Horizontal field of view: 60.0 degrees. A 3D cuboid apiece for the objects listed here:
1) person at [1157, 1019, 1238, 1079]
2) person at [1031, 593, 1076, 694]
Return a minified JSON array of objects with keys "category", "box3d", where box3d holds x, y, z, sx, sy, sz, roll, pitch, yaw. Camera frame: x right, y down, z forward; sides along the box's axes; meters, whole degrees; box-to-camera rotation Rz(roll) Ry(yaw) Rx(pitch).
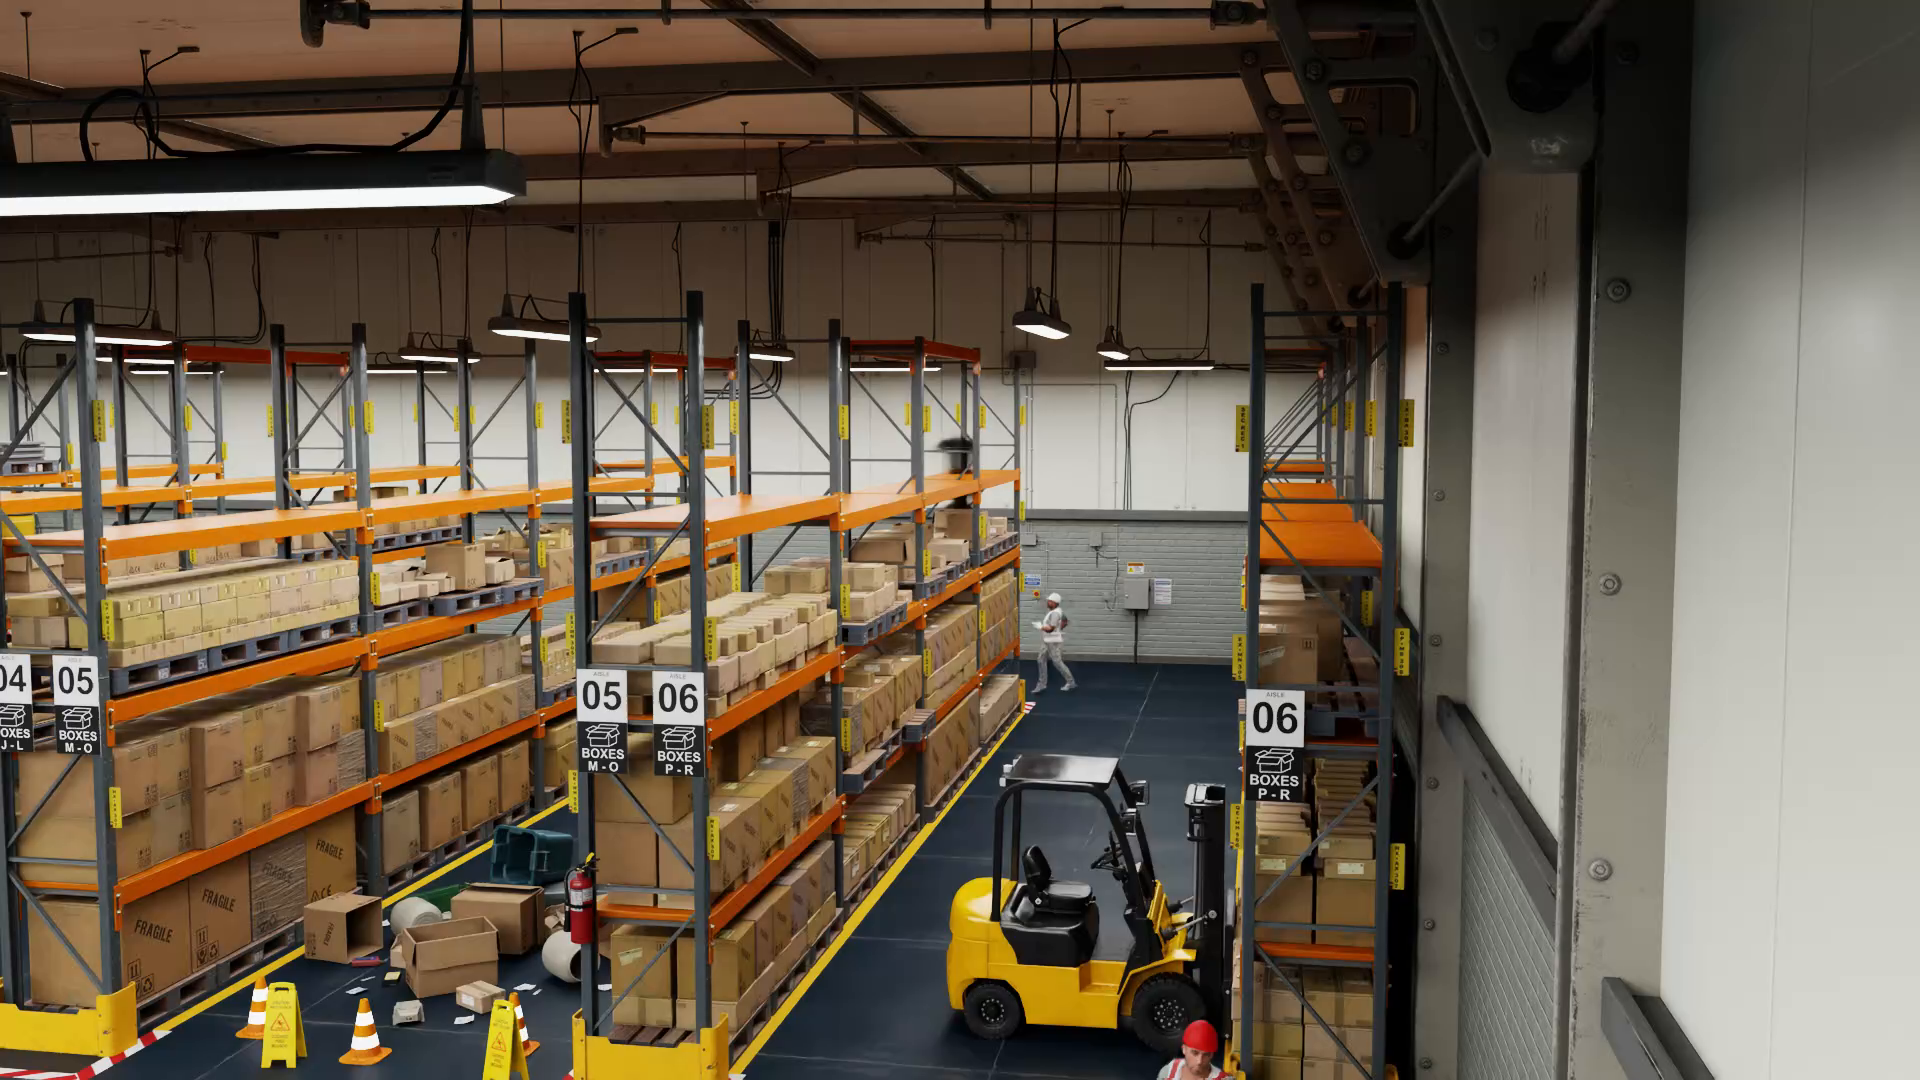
[{"category":"person","box3d":[1.243,3.536,9.328,0.765,1.753,0.590,3,5,30]},{"category":"person","box3d":[1.685,1.867,29.831,0.810,1.839,0.673,0,5,1]}]
